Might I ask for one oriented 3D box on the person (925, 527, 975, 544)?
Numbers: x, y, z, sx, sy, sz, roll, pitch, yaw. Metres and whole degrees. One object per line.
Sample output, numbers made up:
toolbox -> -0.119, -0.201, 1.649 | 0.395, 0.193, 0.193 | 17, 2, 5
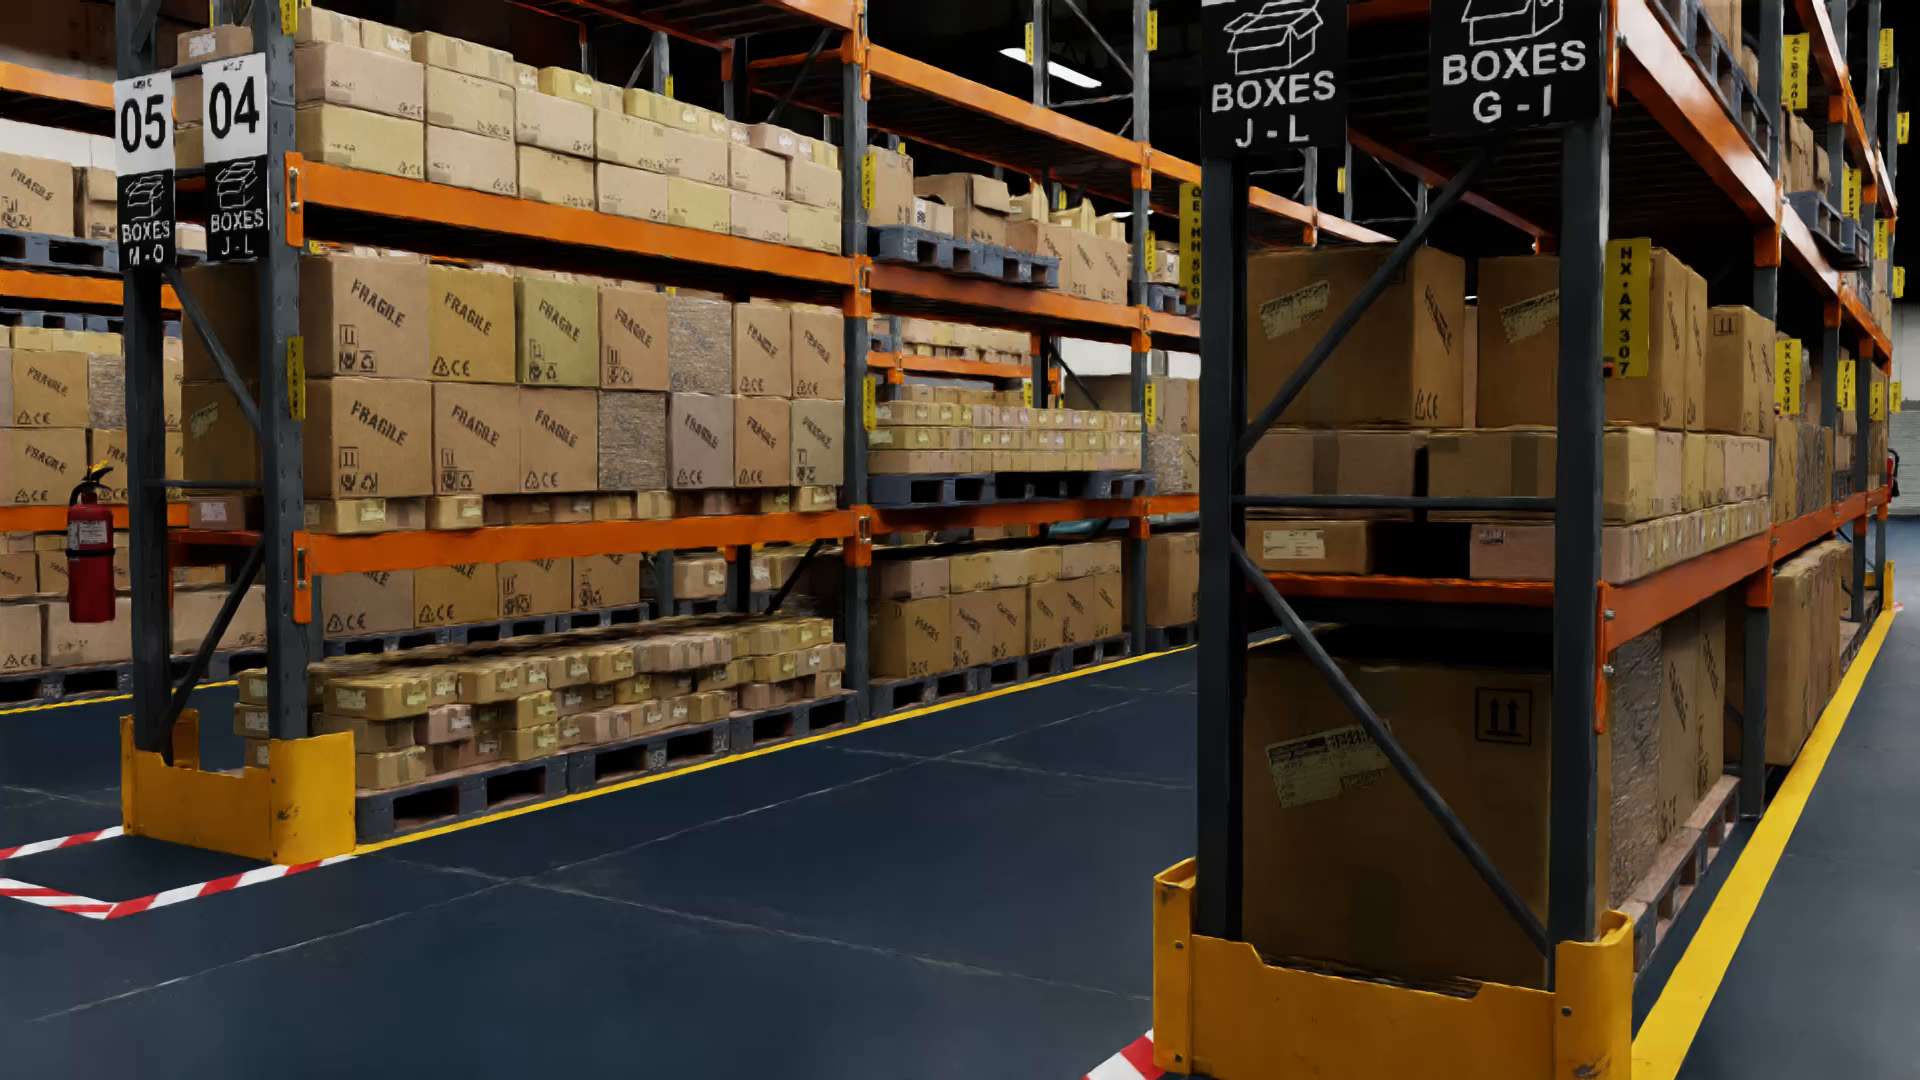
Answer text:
person -> -0.040, -0.065, 16.880 | 0.538, 1.614, 0.667 | 2, 3, 32
